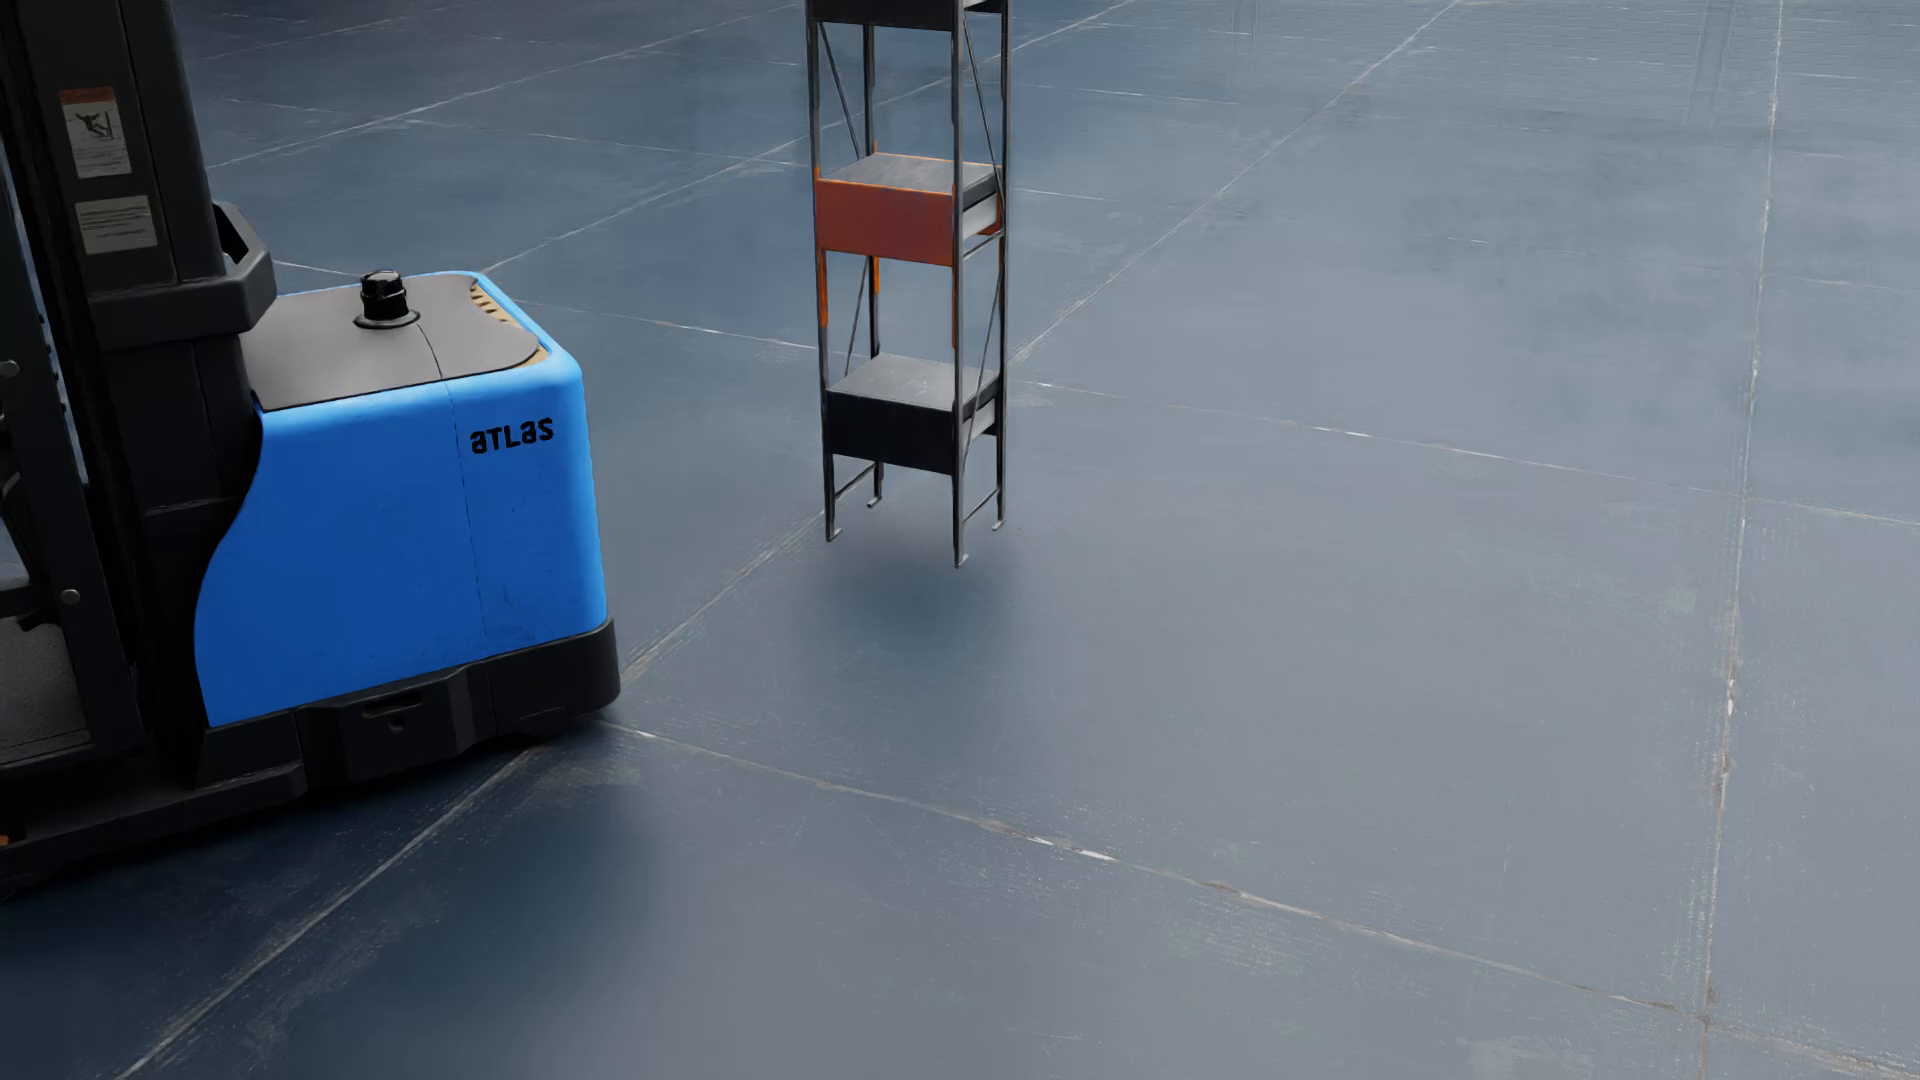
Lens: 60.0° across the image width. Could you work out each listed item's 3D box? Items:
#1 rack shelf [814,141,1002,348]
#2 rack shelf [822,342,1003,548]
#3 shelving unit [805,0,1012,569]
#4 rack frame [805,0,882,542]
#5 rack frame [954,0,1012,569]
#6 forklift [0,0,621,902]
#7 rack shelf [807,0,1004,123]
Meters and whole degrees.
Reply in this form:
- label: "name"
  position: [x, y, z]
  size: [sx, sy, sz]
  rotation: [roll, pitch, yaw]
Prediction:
- label: "rack shelf"
  position: [-0.151, -0.960, 5.354]
  size: [0.480, 0.518, 0.431]
  rotation: [11, 28, 22]
- label: "rack shelf"
  position: [-0.151, -0.332, 5.663]
  size: [0.480, 0.518, 0.431]
  rotation: [11, 28, 22]
- label: "shelving unit"
  position: [-0.151, -0.972, 5.348]
  size: [0.503, 2.100, 0.431]
  rotation: [11, 28, 22]
- label: "rack frame"
  position: [-0.373, -1.017, 5.438]
  size: [0.015, 2.100, 0.400]
  rotation: [11, 28, 22]
- label: "rack frame"
  position: [0.071, -0.928, 5.257]
  size: [0.015, 2.100, 0.400]
  rotation: [11, 28, 22]
- label: "forklift"
  position: [-2.498, -0.667, 3.786]
  size: [3.031, 2.935, 1.130]
  rotation: [-14, 30, -27]
- label: "rack shelf"
  position: [-0.151, -1.588, 5.045]
  size: [0.480, 0.518, 0.431]
  rotation: [11, 28, 22]
